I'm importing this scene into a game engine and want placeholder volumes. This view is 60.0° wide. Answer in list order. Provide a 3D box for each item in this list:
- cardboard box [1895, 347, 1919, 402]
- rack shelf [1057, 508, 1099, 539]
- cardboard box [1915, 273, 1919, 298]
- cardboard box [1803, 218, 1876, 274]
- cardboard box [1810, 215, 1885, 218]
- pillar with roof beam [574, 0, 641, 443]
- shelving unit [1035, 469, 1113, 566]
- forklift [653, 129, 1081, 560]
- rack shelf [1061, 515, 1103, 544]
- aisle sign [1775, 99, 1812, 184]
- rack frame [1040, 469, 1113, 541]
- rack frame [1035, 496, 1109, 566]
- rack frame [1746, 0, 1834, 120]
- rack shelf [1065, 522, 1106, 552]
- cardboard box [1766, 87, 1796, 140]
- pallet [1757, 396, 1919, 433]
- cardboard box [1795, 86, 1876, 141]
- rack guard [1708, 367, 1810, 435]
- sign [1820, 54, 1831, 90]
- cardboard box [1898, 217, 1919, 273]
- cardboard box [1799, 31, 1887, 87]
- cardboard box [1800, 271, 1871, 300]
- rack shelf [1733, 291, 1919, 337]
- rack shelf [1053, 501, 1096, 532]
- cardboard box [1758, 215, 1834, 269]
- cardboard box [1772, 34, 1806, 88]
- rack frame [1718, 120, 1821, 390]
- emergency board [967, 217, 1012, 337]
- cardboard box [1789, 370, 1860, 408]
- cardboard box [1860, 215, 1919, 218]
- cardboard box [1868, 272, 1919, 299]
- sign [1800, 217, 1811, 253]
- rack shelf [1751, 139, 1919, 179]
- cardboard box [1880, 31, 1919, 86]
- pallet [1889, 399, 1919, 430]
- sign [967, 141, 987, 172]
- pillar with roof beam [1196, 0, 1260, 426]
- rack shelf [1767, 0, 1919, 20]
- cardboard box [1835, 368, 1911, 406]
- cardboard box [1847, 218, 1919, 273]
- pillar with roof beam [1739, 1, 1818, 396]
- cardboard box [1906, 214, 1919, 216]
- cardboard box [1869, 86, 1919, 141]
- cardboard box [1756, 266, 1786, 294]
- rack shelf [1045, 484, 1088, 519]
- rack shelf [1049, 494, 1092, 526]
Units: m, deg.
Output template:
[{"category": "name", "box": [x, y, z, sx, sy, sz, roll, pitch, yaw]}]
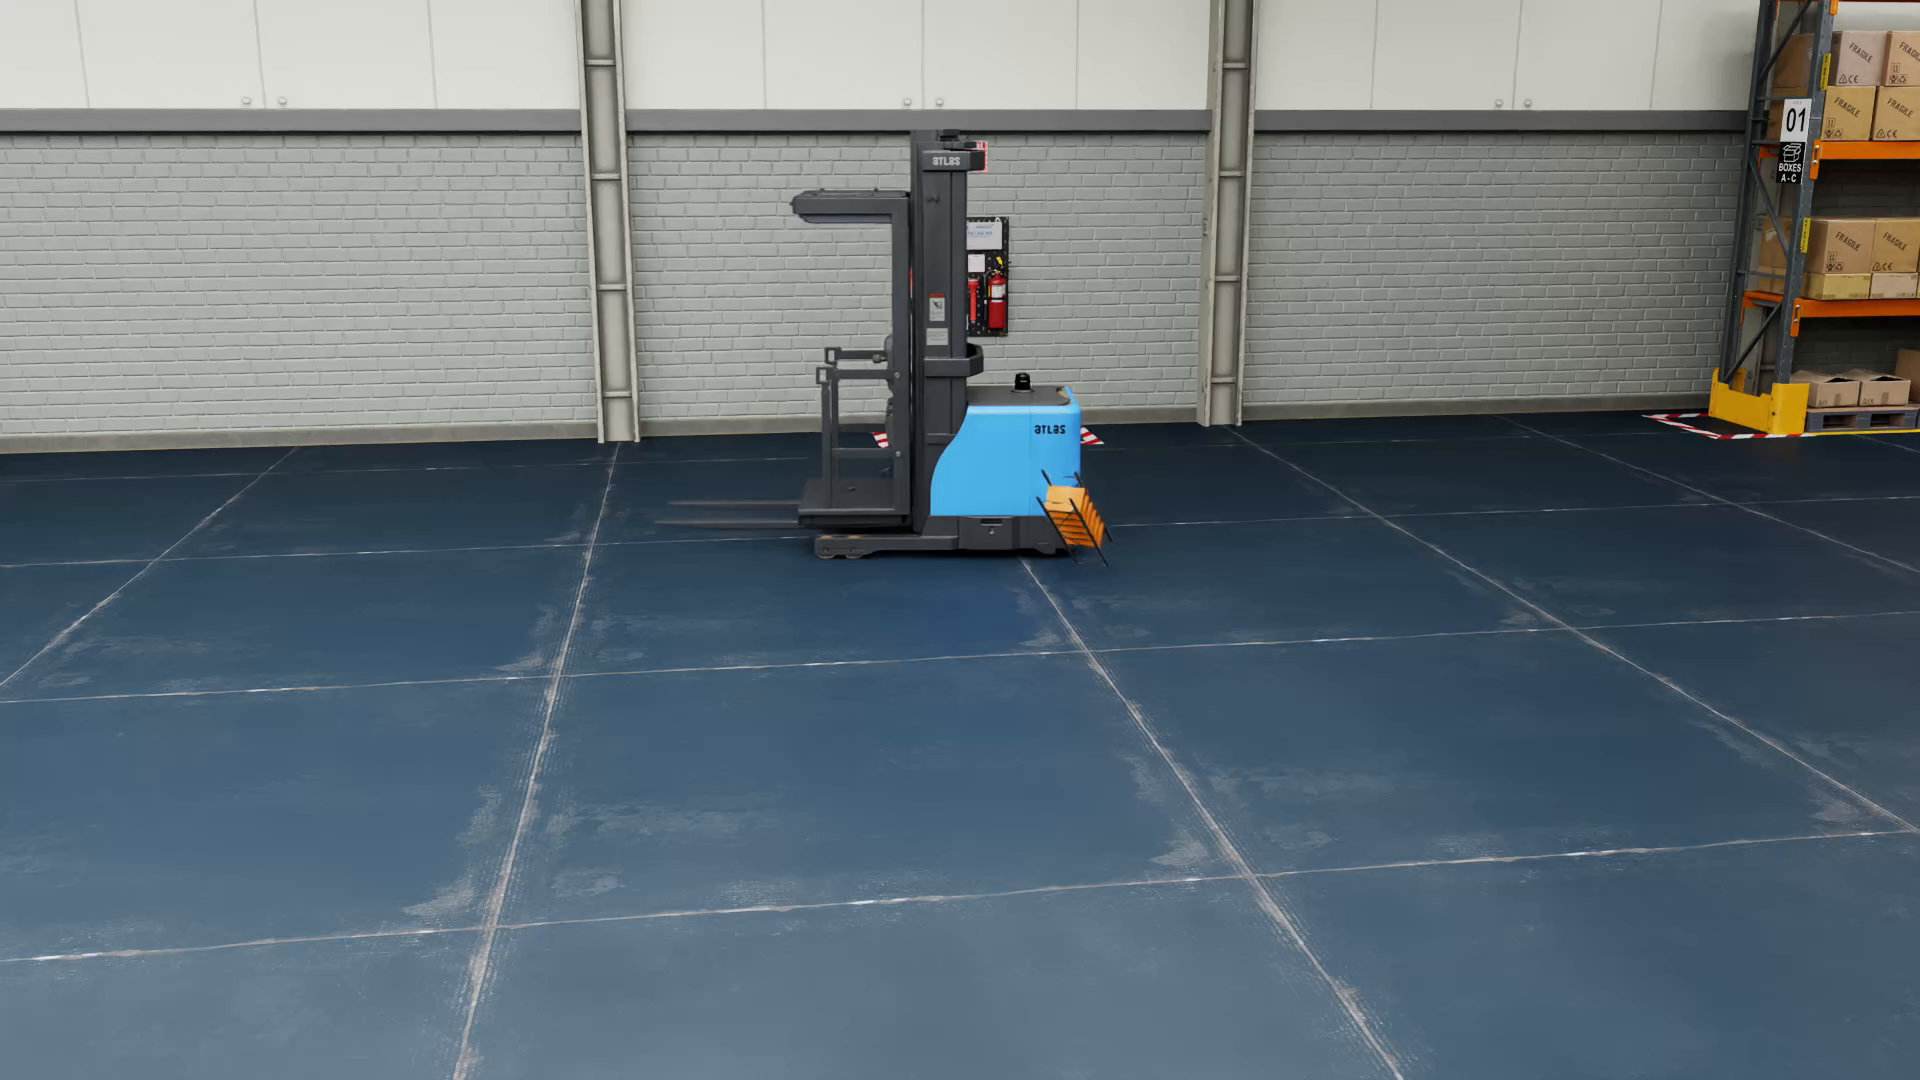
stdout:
[{"category": "cardboard box", "box": [10.003, -1.670, 16.950, 0.500, 0.500, 0.700, -3, 14, -12]}, {"category": "rack shelf", "box": [0.783, -0.118, 11.062, 0.258, 0.180, 0.103, 5, -20, 19]}, {"category": "cardboard box", "box": [9.555, -2.548, 16.483, 0.500, 0.250, 0.500, -2, 14, -9]}, {"category": "cardboard box", "box": [8.526, -2.876, 16.250, 0.500, 0.500, 0.500, -2, 14, -8]}, {"category": "cardboard box", "box": [8.942, -3.015, 16.805, 0.500, 0.500, 0.500, -2, 14, -8]}, {"category": "pillar with roof beam", "box": [-2.653, -4.304, 10.883, 0.400, 9.000, 9.100, -2, 14, -8]}, {"category": "shelving unit", "box": [0.770, -0.134, 11.022, 0.258, 0.189, 1.200, 5, -20, 19]}, {"category": "forklift", "box": [-0.668, -1.414, 11.837, 3.031, 2.935, 1.130, 0, 14, -1]}, {"category": "rack shelf", "box": [0.816, -0.075, 11.169, 0.258, 0.180, 0.103, 5, -20, 19]}, {"category": "aisle sign", "box": [7.982, -3.817, 15.931, 0.004, 0.787, 0.394, -2, 14, -8]}, {"category": "rack frame", "box": [0.788, -0.219, 11.051, 0.240, 0.006, 1.200, 5, -20, 19]}, {"category": "rack frame", "box": [0.753, -0.049, 10.993, 0.240, 0.006, 1.200, 5, -20, 19]}, {"category": "rack frame", "box": [8.009, -5.541, 15.815, 0.127, 3.000, 1.000, -2, 14, -8]}, {"category": "rack shelf", "box": [0.848, -0.032, 11.276, 0.258, 0.180, 0.103, 5, -20, 19]}, {"category": "cardboard box", "box": [8.384, -4.220, 16.469, 0.500, 0.500, 0.500, -1, 14, -4]}, {"category": "pallet", "box": [8.892, -1.302, 16.979, 1.213, 0.211, 1.003, -2, 14, -8]}, {"category": "cardboard box", "box": [8.377, -4.096, 15.974, 0.500, 0.500, 0.500, -2, 14, -7]}, {"category": "rack guard", "box": [8.084, -1.421, 16.860, 0.348, 0.500, 1.175, -2, 14, -8]}, {"category": "sign", "box": [8.090, -4.379, 15.553, 0.005, 0.325, 0.100, -2, 14, -8]}, {"category": "cardboard box", "box": [9.528, -2.909, 16.381, 0.500, 0.500, 0.500, -3, 14, -10]}, {"category": "cardboard box", "box": [8.426, -4.584, 15.867, 0.500, 0.500, 0.500, -3, 14, -12]}, {"category": "cardboard box", "box": [8.539, -2.509, 16.327, 0.500, 0.250, 0.500, -3, 14, -10]}, {"category": "rack shelf", "box": [9.986, -2.354, 16.922, 4.000, 0.370, 1.077, -2, 14, -8]}, {"category": "rack shelf", "box": [0.750, -0.162, 10.955, 0.258, 0.180, 0.103, 5, -20, 19]}, {"category": "cardboard box", "box": [8.443, -3.000, 16.742, 0.500, 0.500, 0.500, -2, 14, -9]}, {"category": "cardboard box", "box": [8.396, -4.707, 16.357, 0.500, 0.500, 0.500, -1, 14, -6]}, {"category": "rack frame", "box": [8.009, -2.631, 16.545, 0.127, 3.000, 1.000, -2, 14, -8]}, {"category": "emergency board", "box": [0.190, -2.566, 16.288, 0.643, 1.169, 0.194, -2, 14, -8]}, {"category": "cardboard box", "box": [8.706, -1.543, 16.832, 0.500, 0.311, 0.500, -4, 15, -15]}, {"category": "cardboard box", "box": [9.453, -3.035, 16.884, 0.500, 0.500, 0.500, -2, 14, -10]}, {"category": "cardboard box", "box": [9.050, -2.531, 16.416, 0.500, 0.250, 0.500, -3, 14, -10]}, {"category": "sign", "box": [8.090, -2.920, 15.919, 0.005, 0.325, 0.100, -2, 14, -8]}, {"category": "rack shelf", "box": [9.986, -3.809, 16.557, 4.000, 0.370, 1.077, -2, 14, -8]}, {"category": "cardboard box", "box": [8.929, -4.590, 15.891, 0.500, 0.500, 0.500, -2, 14, -9]}, {"category": "pallet", "box": [10.096, -1.345, 17.152, 1.213, 0.211, 1.003, -2, 14, -8]}, {"category": "sign", "box": [0.167, -3.714, 16.101, 0.199, 0.298, 0.001, -2, 14, -8]}, {"category": "pillar with roof beam", "box": [3.280, -4.521, 11.750, 0.400, 9.000, 9.100, -2, 14, -8]}, {"category": "rack shelf", "box": [9.986, -5.262, 16.192, 4.000, 0.370, 1.077, -2, 14, -8]}, {"category": "cardboard box", "box": [9.270, -1.564, 16.915, 0.500, 0.311, 0.500, -1, 14, -4]}, {"category": "cardboard box", "box": [9.016, -2.892, 16.312, 0.500, 0.500, 0.500, -2, 14, -8]}, {"category": "pillar with roof beam", "box": [9.213, -4.738, 12.617, 0.400, 9.000, 9.100, -2, 14, -8]}, {"category": "cardboard box", "box": [9.951, -3.053, 16.957, 0.500, 0.500, 0.500, -2, 14, -8]}, {"category": "cardboard box", "box": [8.913, -4.107, 16.017, 0.500, 0.500, 0.500, -1, 14, -5]}, {"category": "cardboard box", "box": [8.442, -2.631, 16.814, 0.500, 0.250, 0.500, -2, 14, -7]}, {"category": "rack shelf", "box": [0.684, -0.248, 10.741, 0.258, 0.180, 0.103, 5, -20, 19]}, {"category": "rack shelf", "box": [0.717, -0.205, 10.848, 0.258, 0.180, 0.103, 5, -20, 19]}]
